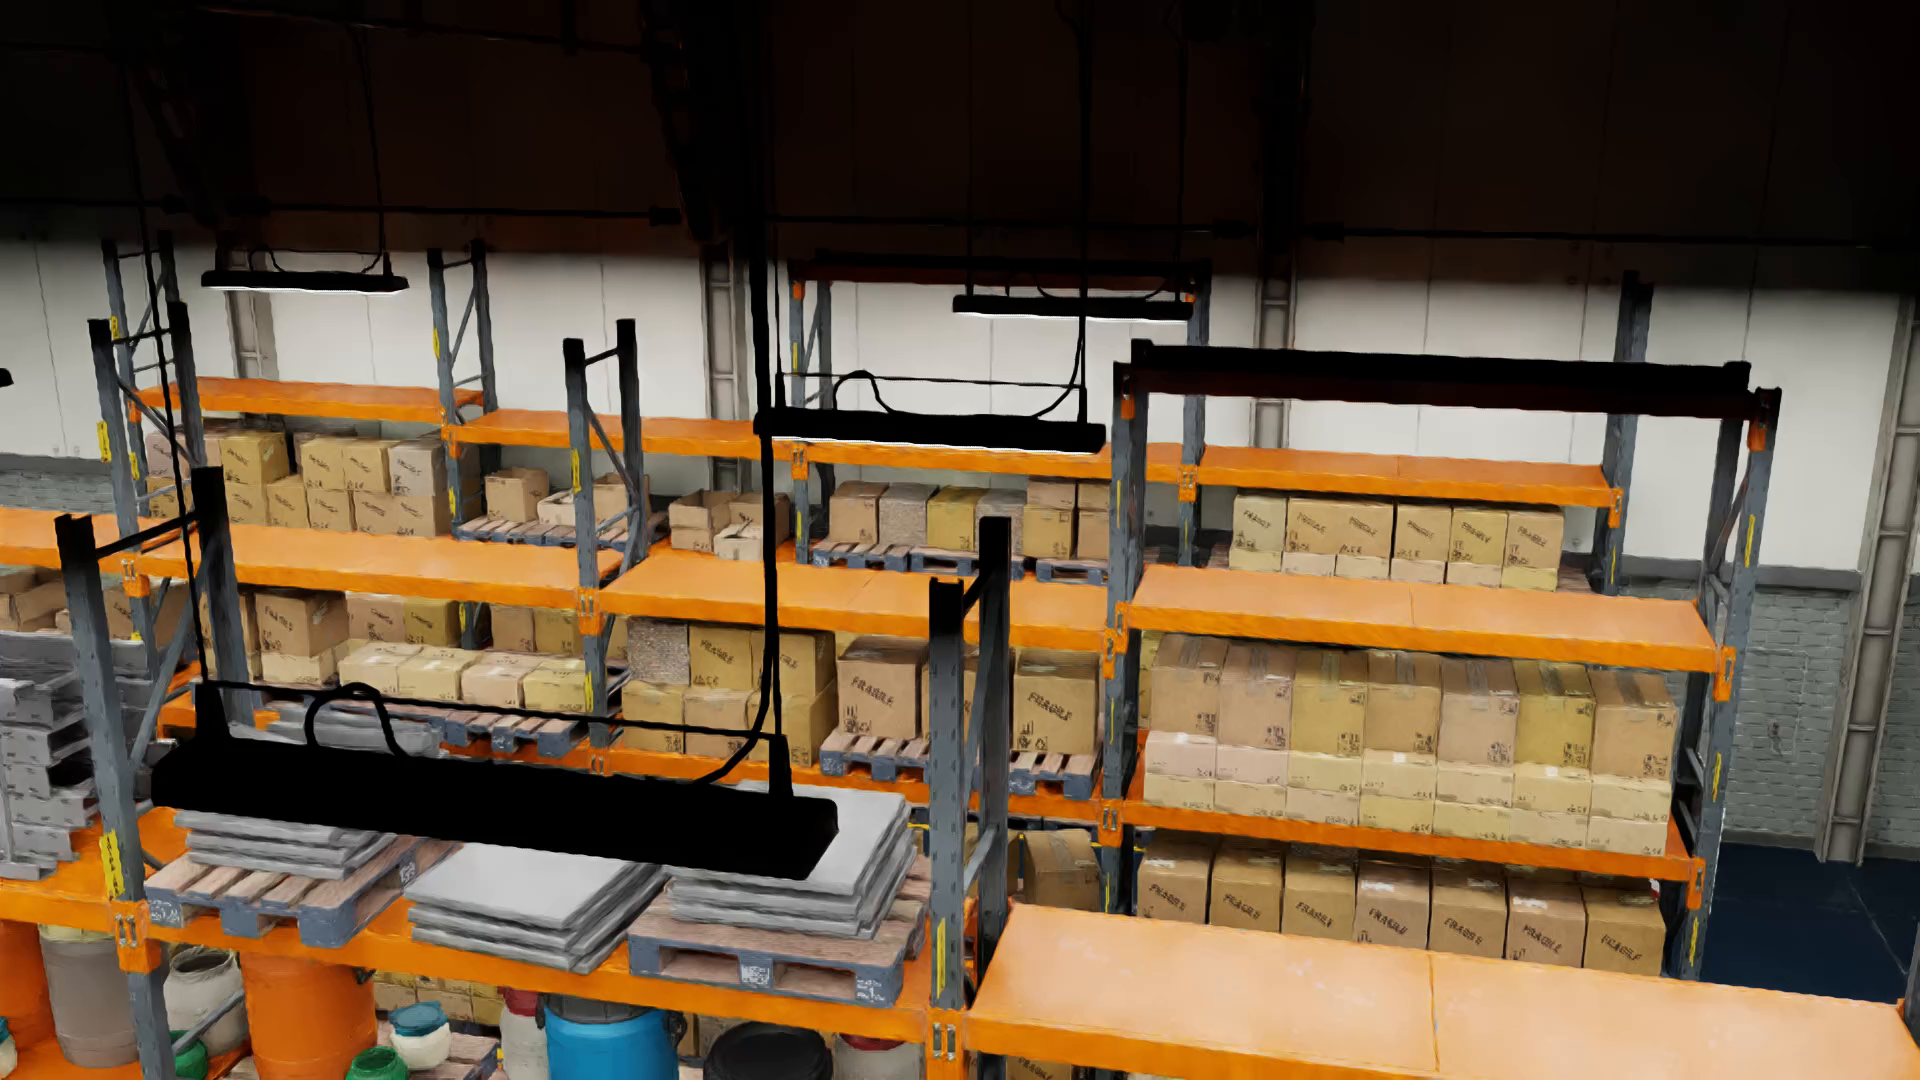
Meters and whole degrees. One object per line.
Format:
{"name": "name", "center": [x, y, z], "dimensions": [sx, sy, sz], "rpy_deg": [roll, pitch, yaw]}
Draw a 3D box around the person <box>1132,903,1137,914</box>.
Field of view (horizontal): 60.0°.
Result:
{"name": "person", "center": [2.061, 2.845, 15.579], "dimensions": [1.040, 1.712, 0.556], "rpy_deg": [4, 17, 12]}
